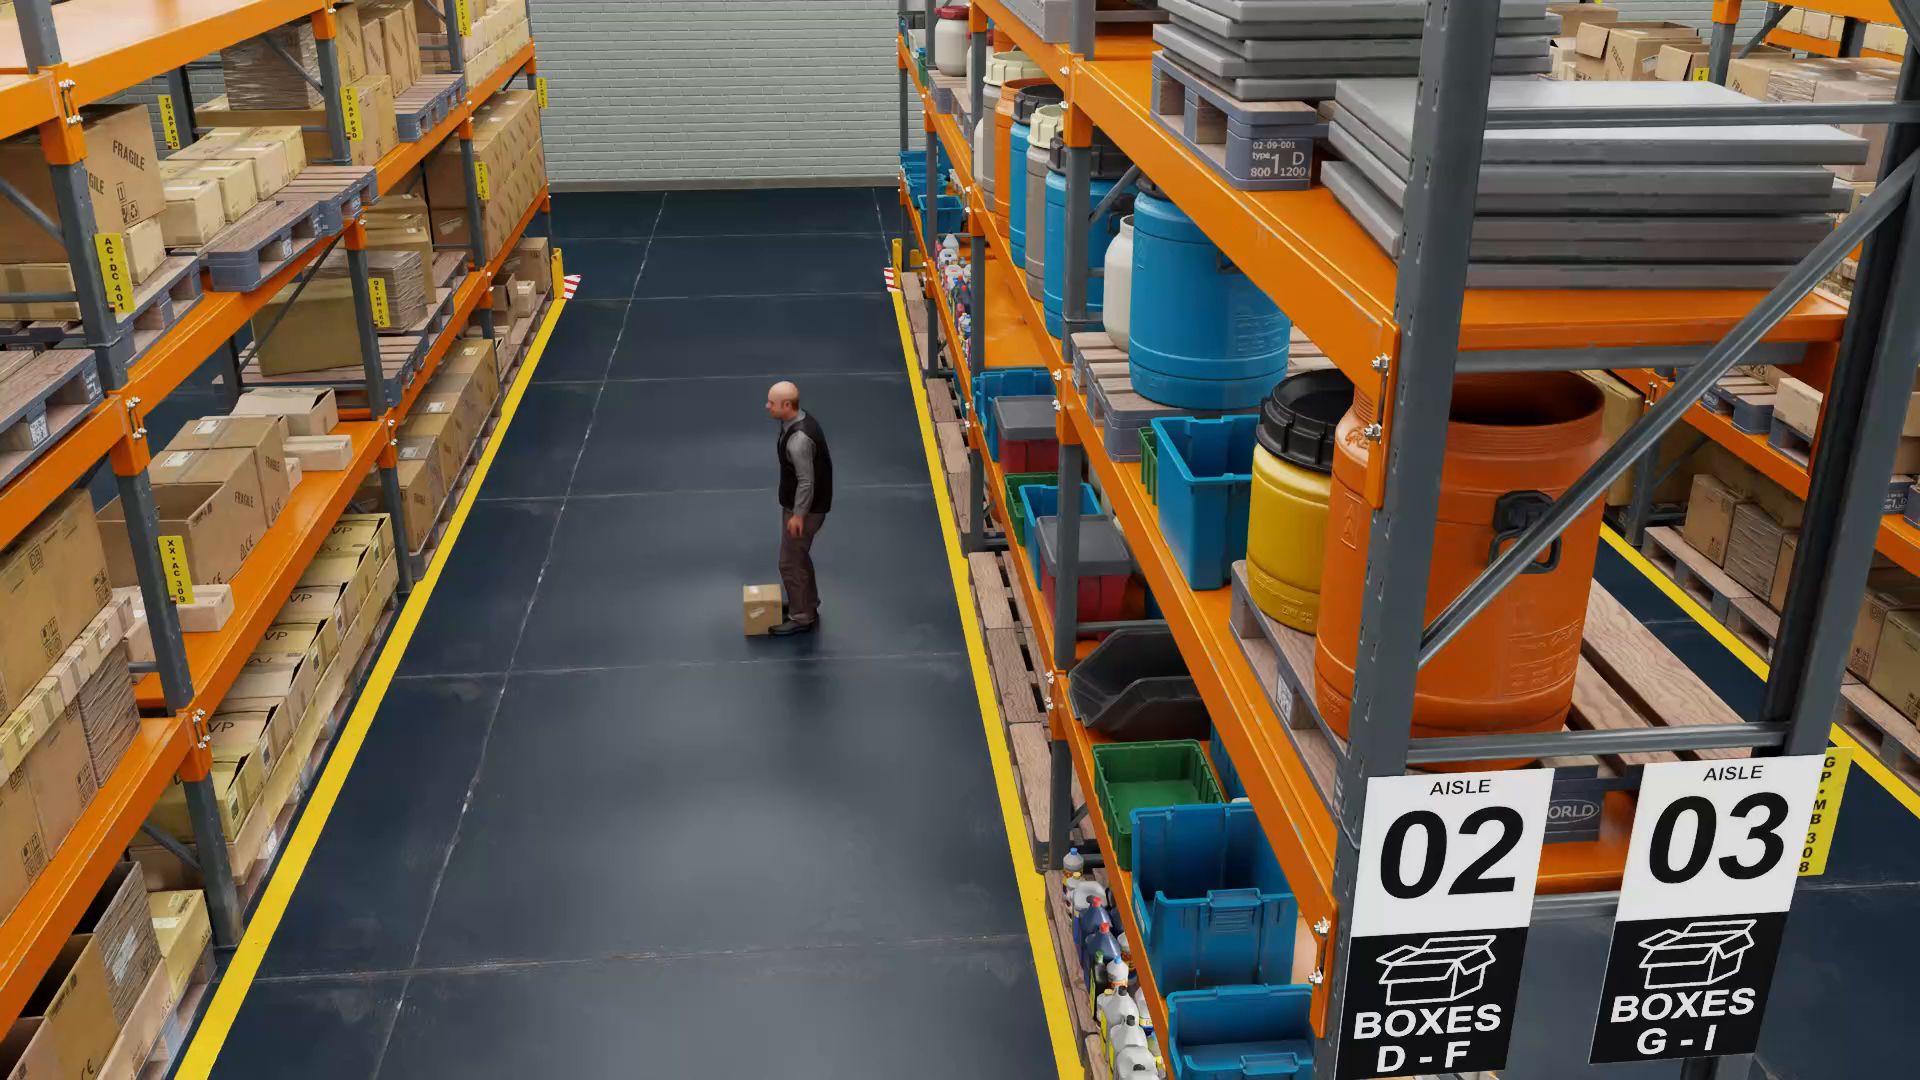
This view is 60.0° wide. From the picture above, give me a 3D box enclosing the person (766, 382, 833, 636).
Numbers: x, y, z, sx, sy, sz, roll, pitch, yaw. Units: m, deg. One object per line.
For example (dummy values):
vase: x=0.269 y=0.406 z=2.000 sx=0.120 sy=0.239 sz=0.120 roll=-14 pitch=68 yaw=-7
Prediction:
person: x=-1.065 y=-0.220 z=10.888 sx=0.474 sy=1.719 sz=0.577 roll=-3 pitch=24 yaw=-7
